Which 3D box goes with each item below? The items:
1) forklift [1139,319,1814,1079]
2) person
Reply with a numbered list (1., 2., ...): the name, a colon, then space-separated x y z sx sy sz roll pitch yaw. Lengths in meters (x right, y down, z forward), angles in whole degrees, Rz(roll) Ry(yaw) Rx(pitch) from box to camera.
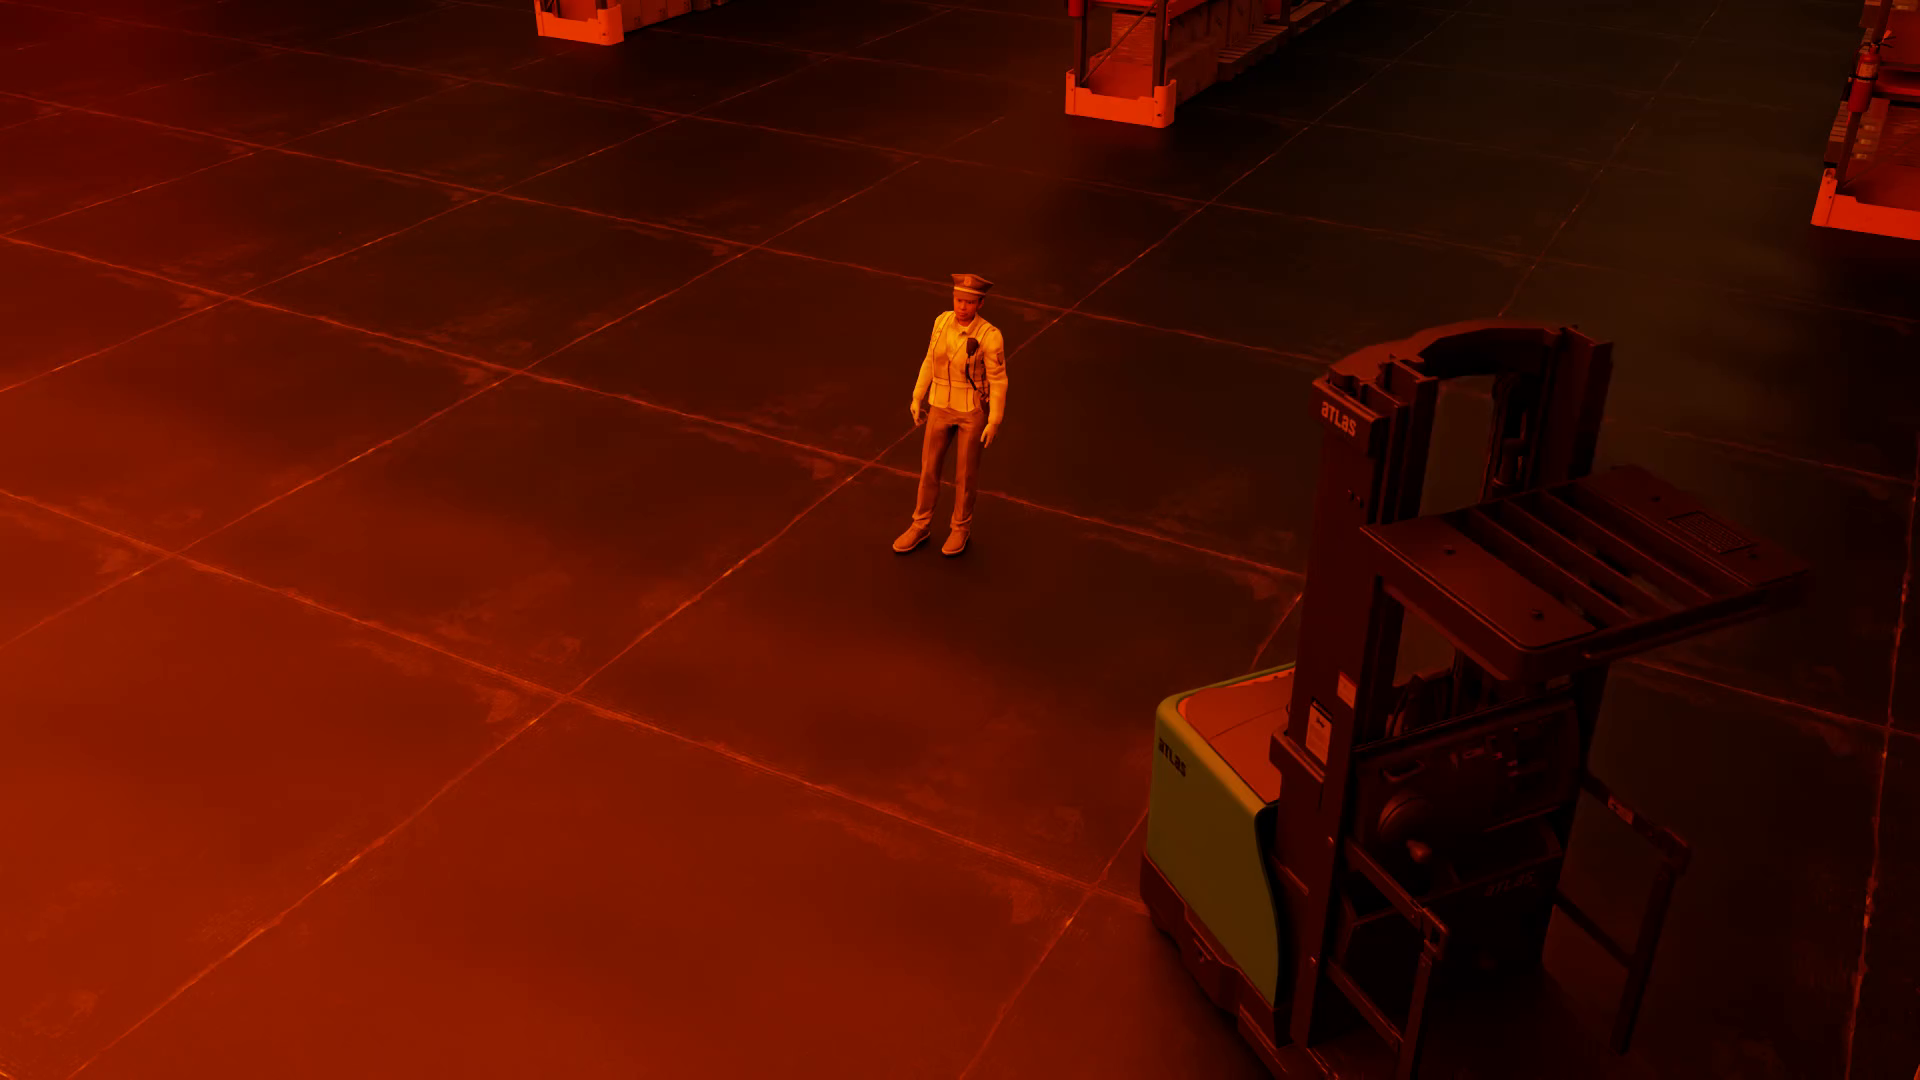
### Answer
1. forklift: 1.840 0.878 5.549 1.130 2.935 3.031 -13 32 -21
2. person: -0.039 -0.712 9.526 0.587 1.695 0.531 15 33 25
